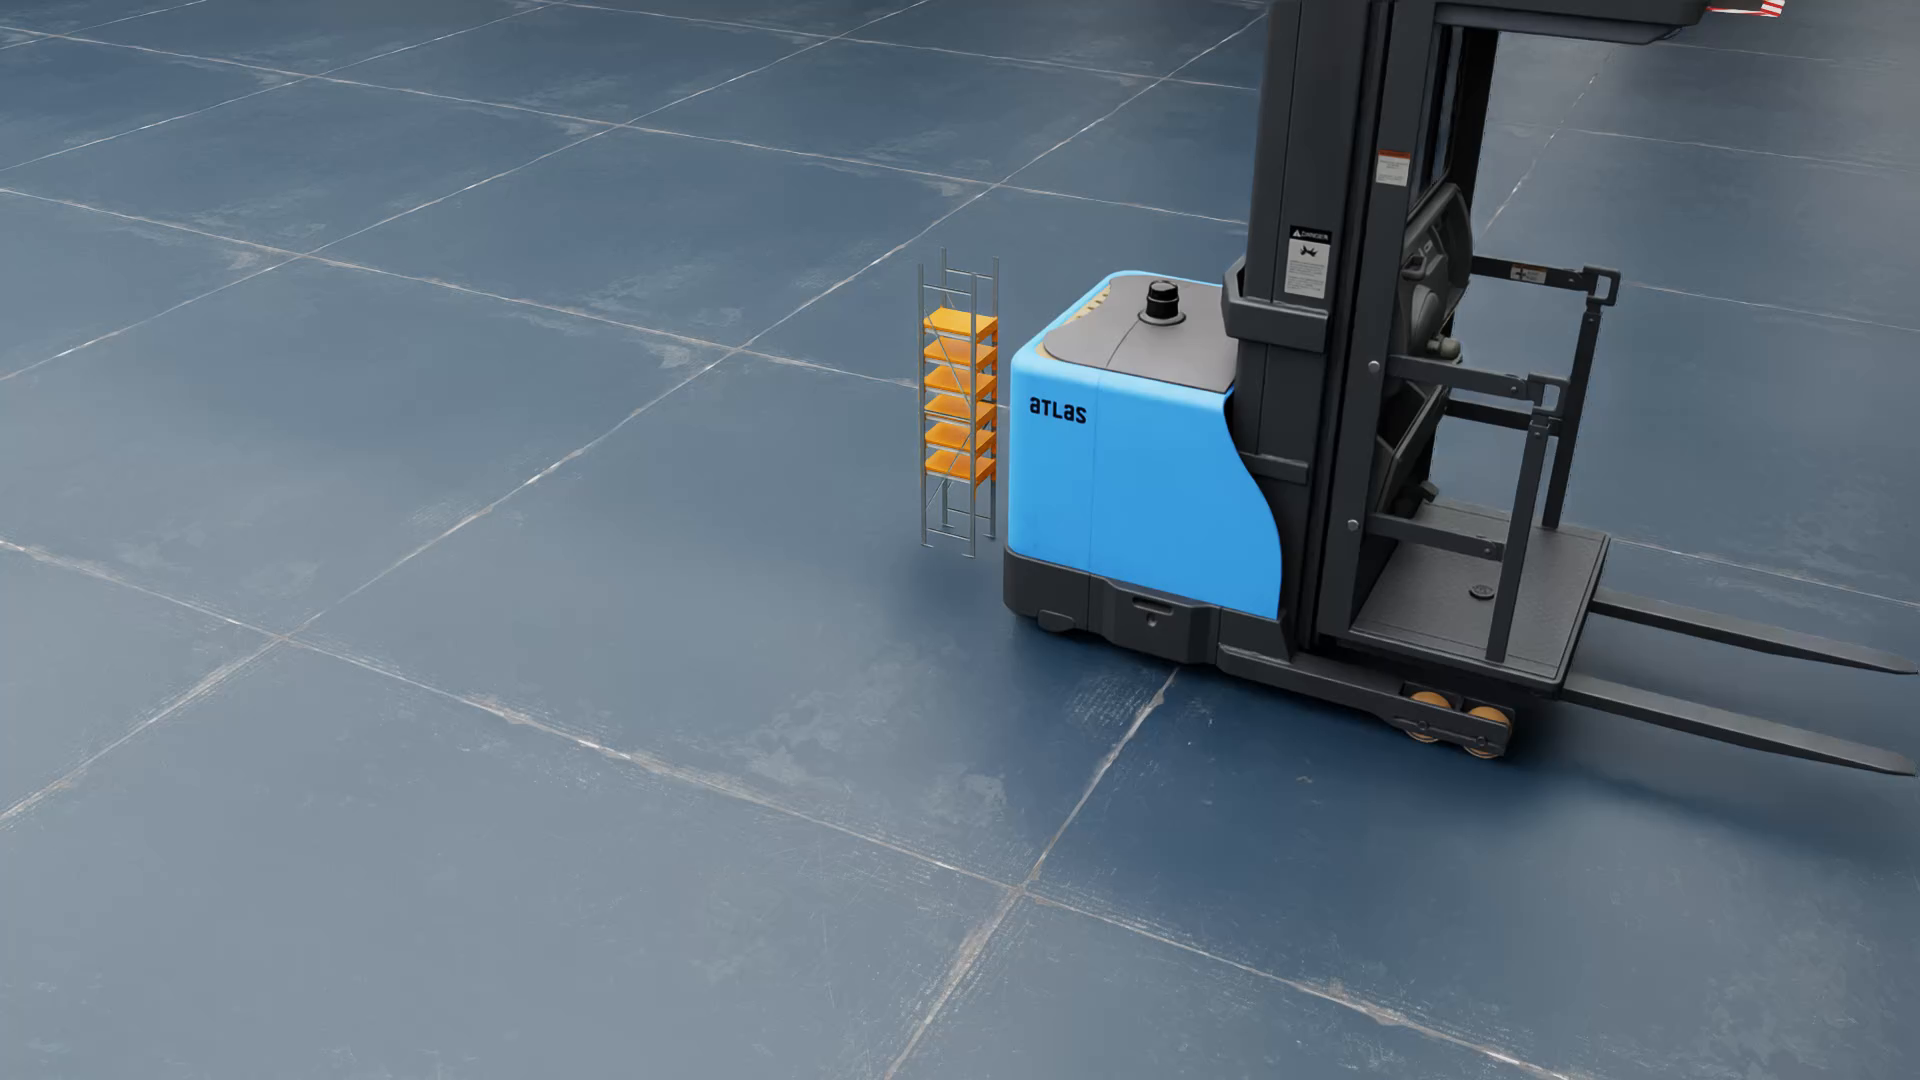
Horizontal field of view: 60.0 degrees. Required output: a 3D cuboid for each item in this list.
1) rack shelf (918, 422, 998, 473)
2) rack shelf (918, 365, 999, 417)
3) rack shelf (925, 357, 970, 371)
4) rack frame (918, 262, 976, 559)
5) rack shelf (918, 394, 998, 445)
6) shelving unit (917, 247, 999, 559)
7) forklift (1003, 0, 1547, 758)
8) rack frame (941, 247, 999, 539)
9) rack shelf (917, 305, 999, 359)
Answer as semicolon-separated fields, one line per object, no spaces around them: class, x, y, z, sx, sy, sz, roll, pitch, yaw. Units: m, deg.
rack shelf;-0.007;-0.371;6.522;0.258;0.103;0.180;14;33;23
rack shelf;-0.007;-0.579;6.402;0.258;0.103;0.180;14;33;23
rack shelf;-0.007;-0.701;6.333;0.199;0.020;0.166;14;33;23
rack frame;-0.048;-0.473;6.369;0.240;1.200;0.006;14;33;23
rack shelf;-0.007;-0.475;6.462;0.258;0.103;0.180;14;33;23
shelving unit;-0.007;-0.514;6.440;0.258;1.200;0.189;14;33;23
forklift;1.711;-0.853;5.293;3.031;2.935;1.130;14;33;23
rack frame;0.035;-0.554;6.511;0.240;1.200;0.006;14;33;23
rack shelf;-0.007;-0.788;6.283;0.258;0.103;0.180;14;33;23
